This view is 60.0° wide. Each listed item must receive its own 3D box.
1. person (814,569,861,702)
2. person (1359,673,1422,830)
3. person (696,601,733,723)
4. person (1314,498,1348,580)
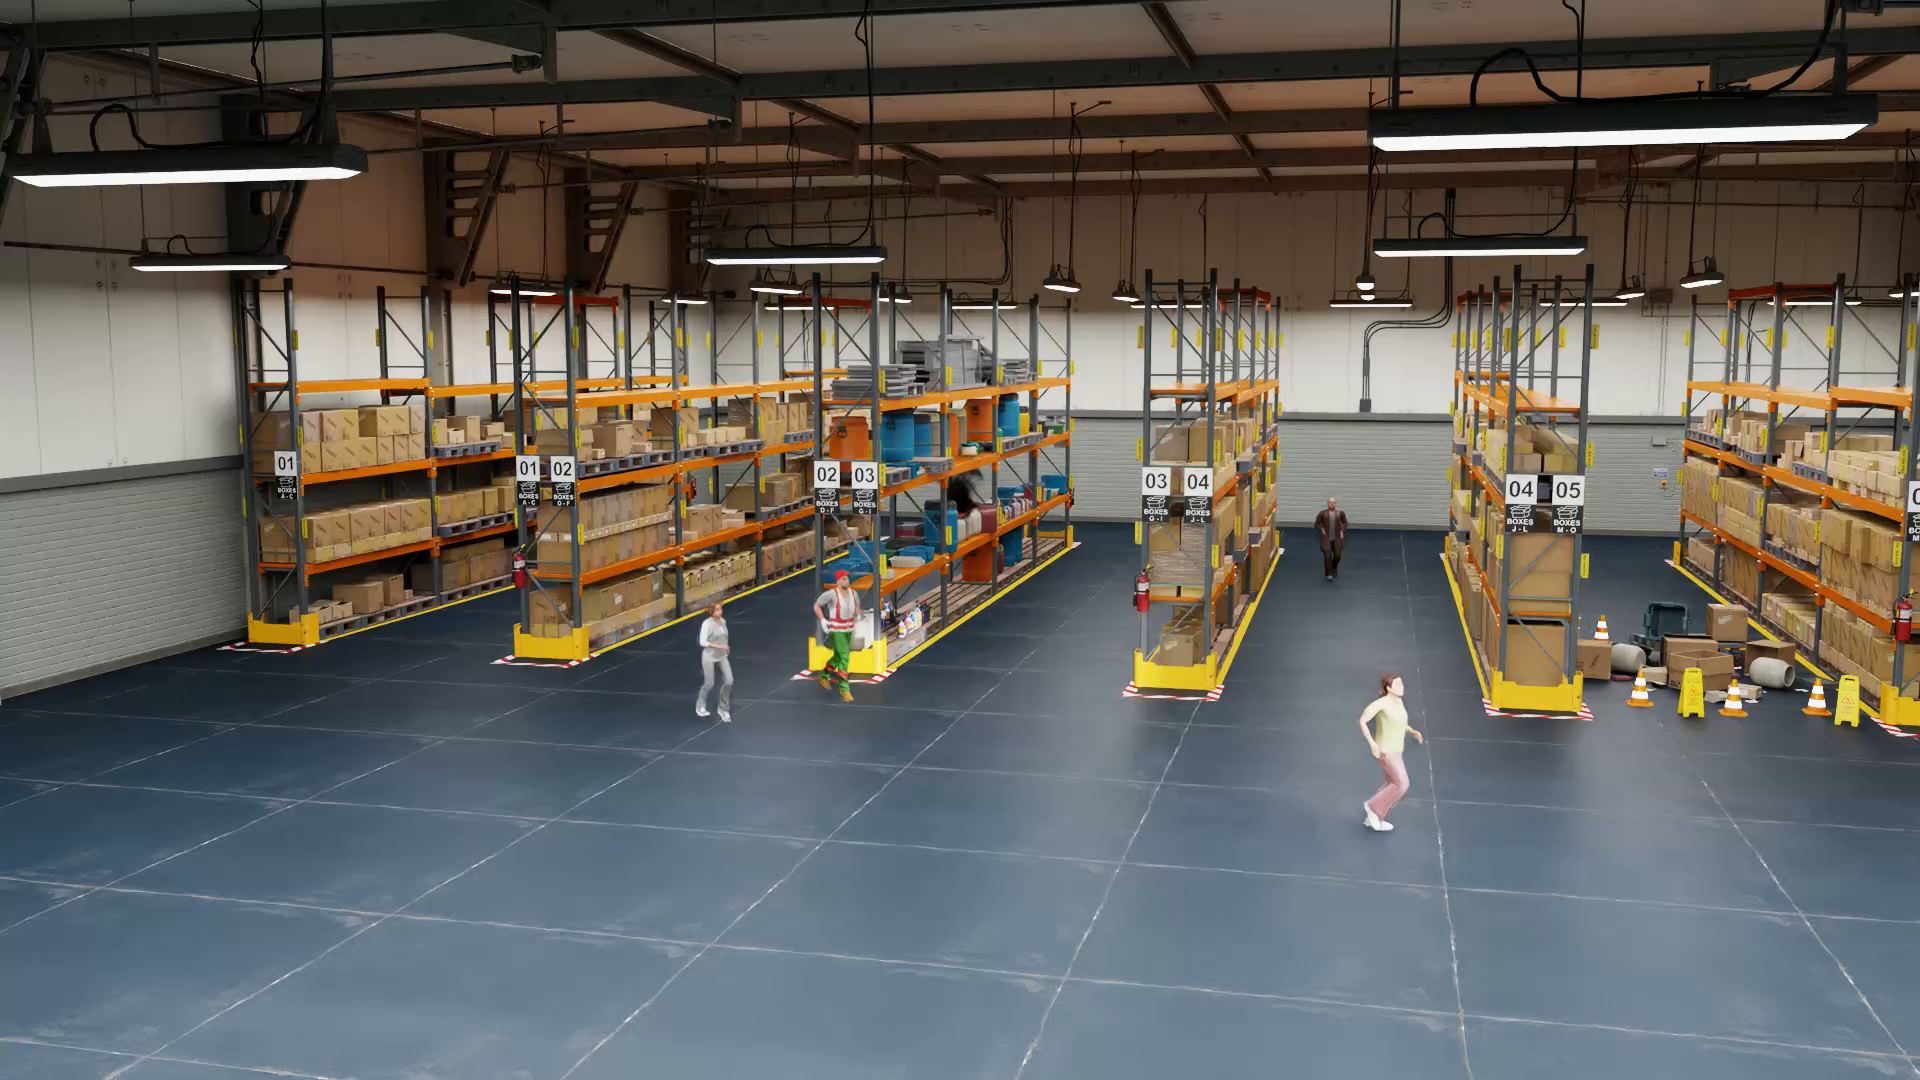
[{"bbox_3d":[-1.679,1.313,23.426,0.819,1.831,0.663,6,9,42],"label":"person"},{"bbox_3d":[4.410,2.161,16.952,0.543,1.636,0.587,6,9,41],"label":"person"},{"bbox_3d":[-3.210,1.611,21.865,0.696,1.656,0.560,6,9,42],"label":"person"},{"bbox_3d":[7.745,0.080,34.689,0.694,1.535,0.653,1,7,6],"label":"person"}]
